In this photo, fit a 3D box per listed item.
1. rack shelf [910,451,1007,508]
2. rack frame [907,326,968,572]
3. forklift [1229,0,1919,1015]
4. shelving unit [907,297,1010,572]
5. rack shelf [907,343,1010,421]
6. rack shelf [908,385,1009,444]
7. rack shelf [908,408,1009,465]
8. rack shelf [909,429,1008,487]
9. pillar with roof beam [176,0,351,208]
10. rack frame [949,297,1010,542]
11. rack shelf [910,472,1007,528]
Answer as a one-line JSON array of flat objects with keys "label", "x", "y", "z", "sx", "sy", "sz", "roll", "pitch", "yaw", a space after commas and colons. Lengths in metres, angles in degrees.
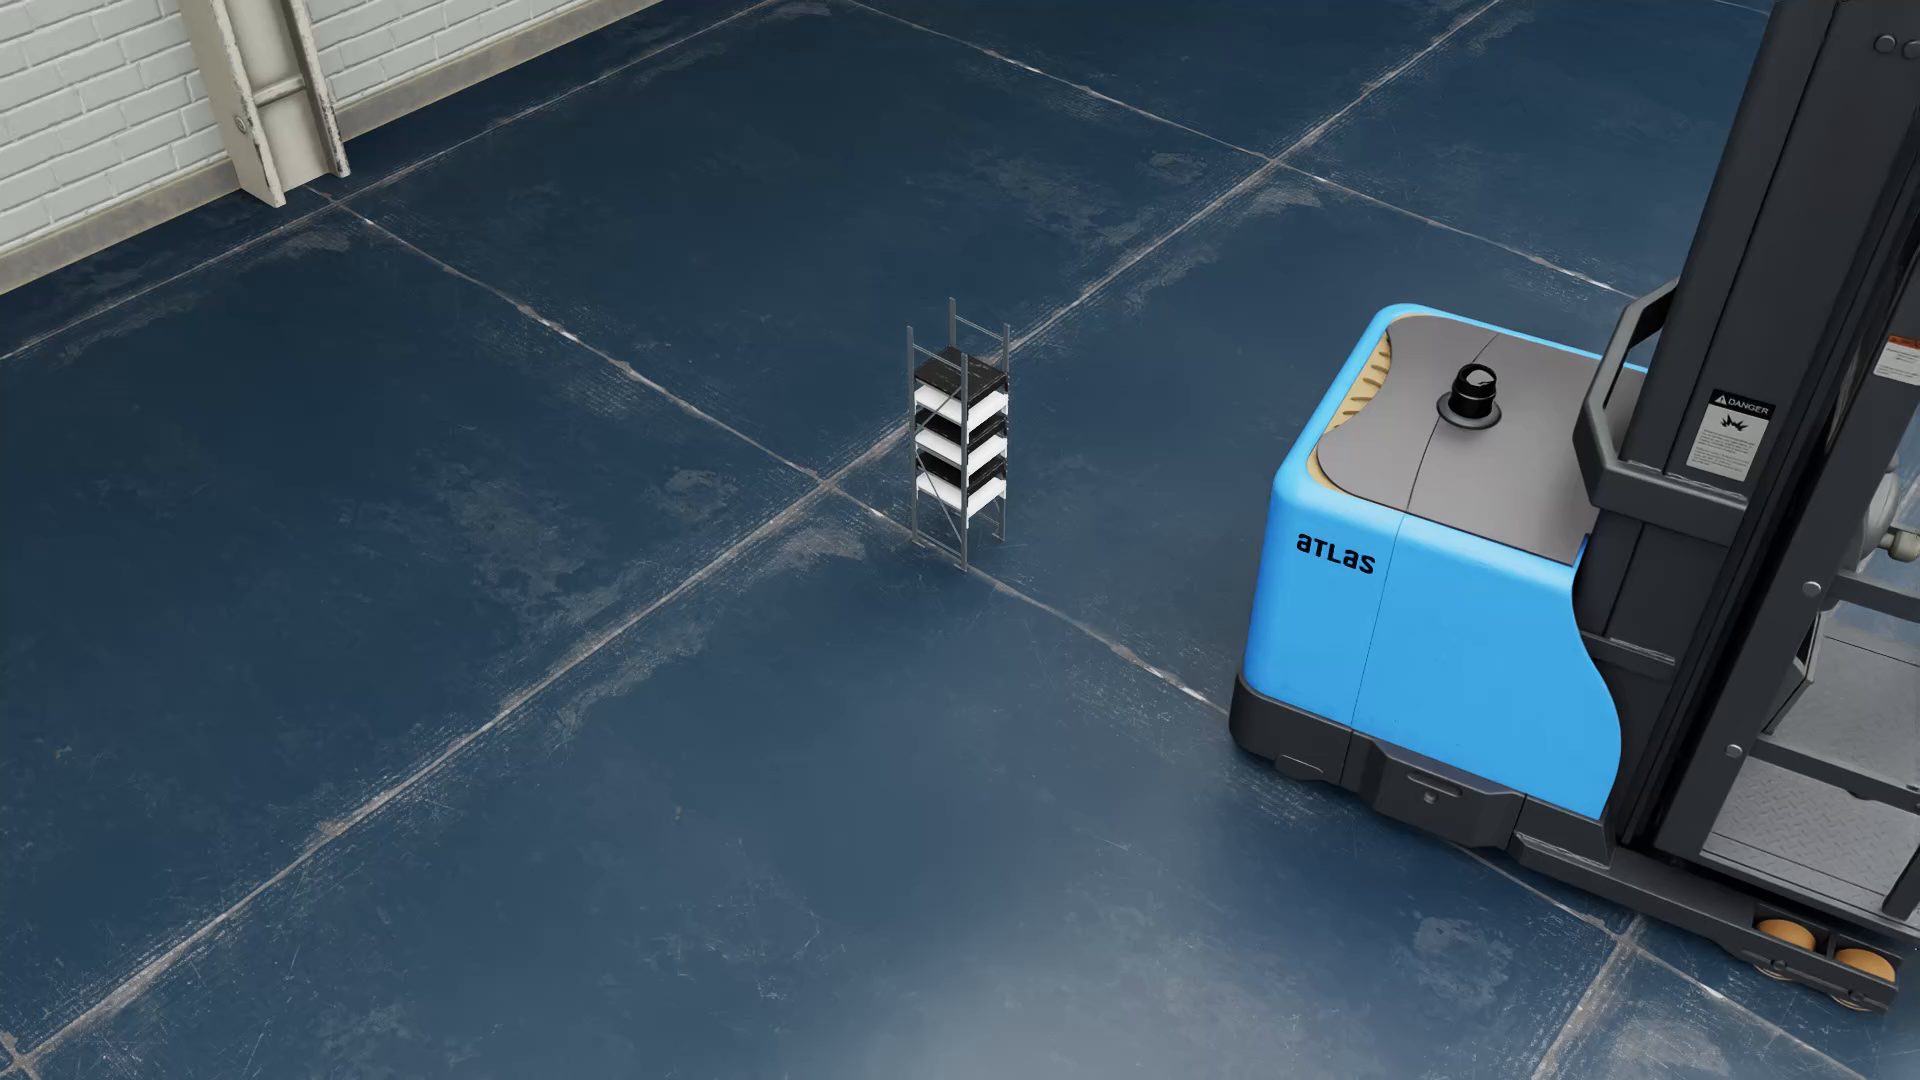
[{"label": "rack shelf", "x": -0.005, "y": -0.238, "z": 5.526, "sx": 0.258, "sy": 0.077, "sz": 0.200, "roll": 29, "pitch": 50, "yaw": 28}, {"label": "rack frame", "x": -0.071, "y": -0.276, "z": 5.385, "sx": 0.240, "sy": 0.900, "sz": 0.006, "roll": 29, "pitch": 50, "yaw": 28}, {"label": "forklift", "x": 2.354, "y": -0.258, "z": 3.855, "sx": 3.031, "sy": 2.935, "sz": 1.130, "roll": 20, "pitch": 46, "yaw": 21}, {"label": "shelving unit", "x": -0.005, "y": -0.329, "z": 5.443, "sx": 0.258, "sy": 0.900, "sz": 0.210, "roll": 29, "pitch": 50, "yaw": 28}, {"label": "rack shelf", "x": -0.005, "y": -0.504, "z": 5.283, "sx": 0.258, "sy": 0.077, "sz": 0.200, "roll": 29, "pitch": 50, "yaw": 28}, {"label": "rack shelf", "x": -0.005, "y": -0.437, "z": 5.344, "sx": 0.258, "sy": 0.077, "sz": 0.200, "roll": 29, "pitch": 50, "yaw": 28}, {"label": "rack shelf", "x": -0.005, "y": -0.371, "z": 5.405, "sx": 0.258, "sy": 0.077, "sz": 0.200, "roll": 29, "pitch": 50, "yaw": 28}, {"label": "rack shelf", "x": -0.005, "y": -0.304, "z": 5.465, "sx": 0.258, "sy": 0.077, "sz": 0.200, "roll": 29, "pitch": 50, "yaw": 28}, {"label": "pillar with roof beam", "x": 0.274, "y": -3.104, "z": 2.475, "sx": 9.100, "sy": 9.000, "sz": 0.400, "roll": 29, "pitch": 50, "yaw": 28}, {"label": "rack frame", "x": 0.060, "y": -0.381, "z": 5.500, "sx": 0.240, "sy": 0.900, "sz": 0.006, "roll": 29, "pitch": 50, "yaw": 28}, {"label": "rack shelf", "x": -0.005, "y": -0.171, "z": 5.586, "sx": 0.258, "sy": 0.077, "sz": 0.200, "roll": 29, "pitch": 50, "yaw": 28}]
